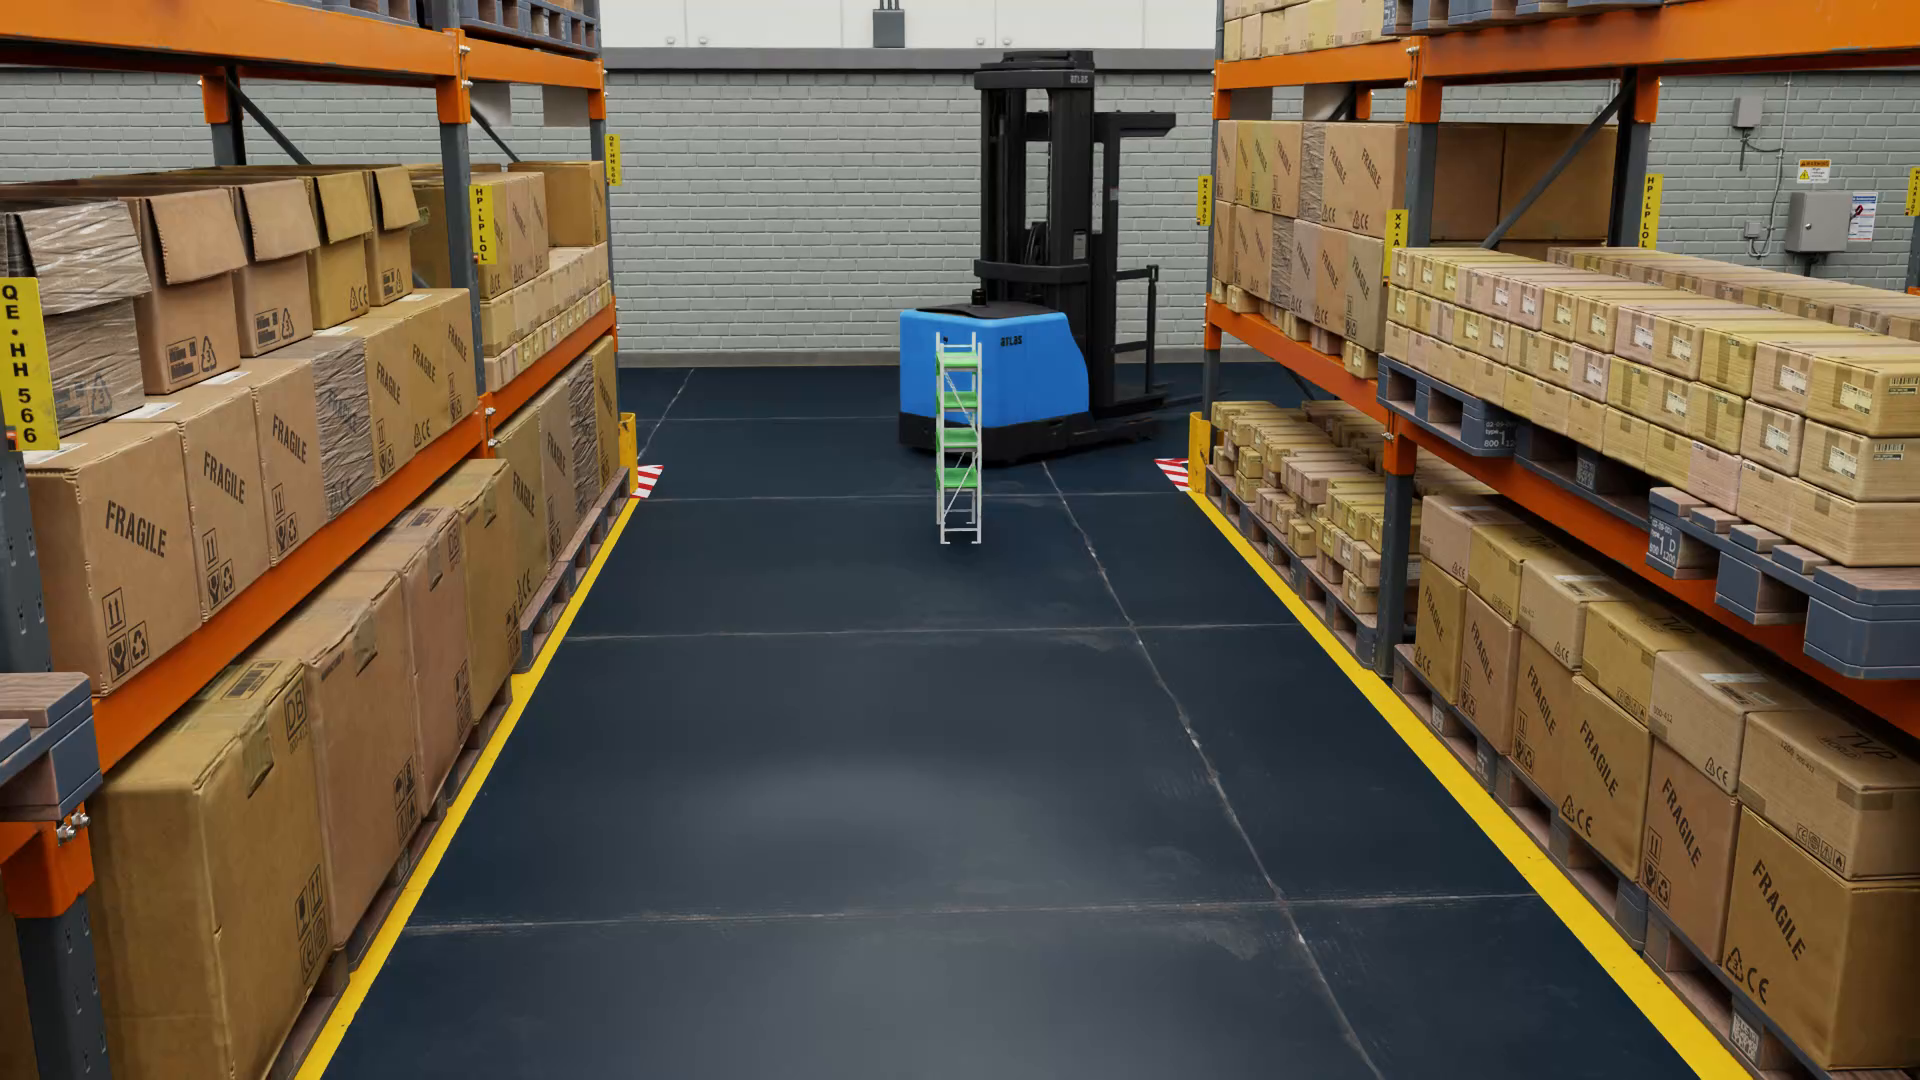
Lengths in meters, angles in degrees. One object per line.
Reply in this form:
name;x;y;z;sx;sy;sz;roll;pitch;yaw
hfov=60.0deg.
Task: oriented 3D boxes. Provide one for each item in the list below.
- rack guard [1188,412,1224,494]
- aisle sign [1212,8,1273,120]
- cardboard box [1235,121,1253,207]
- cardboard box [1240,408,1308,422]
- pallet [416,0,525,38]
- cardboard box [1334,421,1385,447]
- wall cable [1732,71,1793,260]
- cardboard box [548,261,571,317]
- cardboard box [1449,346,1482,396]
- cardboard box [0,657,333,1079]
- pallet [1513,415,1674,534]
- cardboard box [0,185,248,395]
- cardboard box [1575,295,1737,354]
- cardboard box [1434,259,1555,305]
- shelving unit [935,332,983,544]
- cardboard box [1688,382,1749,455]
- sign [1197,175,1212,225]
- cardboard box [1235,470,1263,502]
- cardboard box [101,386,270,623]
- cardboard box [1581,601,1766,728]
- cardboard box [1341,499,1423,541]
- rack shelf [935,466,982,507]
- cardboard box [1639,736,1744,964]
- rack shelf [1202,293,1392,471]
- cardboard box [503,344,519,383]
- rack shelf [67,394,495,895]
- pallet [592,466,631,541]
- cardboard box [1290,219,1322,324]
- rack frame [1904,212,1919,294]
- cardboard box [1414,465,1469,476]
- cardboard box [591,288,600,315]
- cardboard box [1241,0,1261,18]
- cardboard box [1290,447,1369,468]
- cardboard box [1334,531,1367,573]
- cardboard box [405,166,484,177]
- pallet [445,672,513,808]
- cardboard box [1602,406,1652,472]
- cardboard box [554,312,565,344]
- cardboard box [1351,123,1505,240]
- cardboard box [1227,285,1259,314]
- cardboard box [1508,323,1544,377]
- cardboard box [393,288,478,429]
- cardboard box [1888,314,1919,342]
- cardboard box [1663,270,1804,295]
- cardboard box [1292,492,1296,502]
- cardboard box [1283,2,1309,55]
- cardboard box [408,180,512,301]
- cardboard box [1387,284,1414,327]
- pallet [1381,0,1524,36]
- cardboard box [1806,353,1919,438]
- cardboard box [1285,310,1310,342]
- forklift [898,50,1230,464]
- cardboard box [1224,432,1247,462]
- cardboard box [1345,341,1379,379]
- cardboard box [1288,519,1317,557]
rack guard;2.167;-0.606;11.377;1.175;0.500;0.348;-1;14;-3
aisle sign;1.858;-3.108;10.867;0.394;0.787;0.004;-1;14;-3
cardboard box;1.962;-2.271;10.027;0.500;0.500;0.500;0;14;-2
cardboard box;1.992;-0.744;10.581;0.380;0.149;0.250;-1;14;-2
pallet;-2.587;-2.402;7.501;1.003;0.211;1.213;-1;14;-3
cardboard box;2.501;-0.627;10.128;0.380;0.149;0.250;-1;15;-6
wall cable;8.138;-3.855;16.952;0.588;1.984;0.122;-1;14;-3
cardboard box;-2.401;-1.356;8.982;0.500;0.250;0.500;-1;14;-3
cardboard box;2.024;-0.623;6.091;0.380;0.149;0.250;-1;14;-3
cardboard box;-2.321;0.860;4.087;1.225;0.875;0.875;-2;15;-6
pallet;2.494;-0.244;5.341;1.003;0.211;1.213;-1;14;-3
cardboard box;-2.366;-0.672;4.406;0.797;0.503;0.637;-1;14;-2
cardboard box;2.092;-0.652;5.007;0.380;0.149;0.250;0;14;-1
cardboard box;2.012;-0.972;6.252;0.380;0.149;0.250;-1;14;-3
shelving unit;-0.010;-0.622;10.037;0.258;1.200;0.503;-1;14;-3
cardboard box;2.135;-0.319;4.310;0.380;0.149;0.250;-1;14;-2
sign;1.620;-2.246;10.998;0.100;0.325;0.005;-1;14;-3
cardboard box;1.901;-0.332;10.175;0.380;0.149;0.250;-1;14;-3
cardboard box;-2.092;-0.096;4.178;0.500;0.500;0.500;-1;14;-5
cardboard box;2.295;0.380;5.197;0.500;0.250;0.500;-1;14;-2
cardboard box;2.072;-0.098;8.074;0.380;0.149;0.250;-1;14;-3
rack shelf;-0.010;-0.328;10.113;0.258;0.148;0.480;-1;14;-3
cardboard box;2.327;0.873;4.788;0.500;0.500;0.500;0;14;-1
rack shelf;2.286;-0.989;9.295;1.077;0.370;4.000;-1;14;-3
cardboard box;-2.250;-0.811;7.663;0.380;0.149;0.250;-1;14;-5
rack shelf;-2.423;0.057;5.229;1.077;0.370;4.000;-1;14;-3
pallet;-2.667;-0.235;10.518;1.003;0.211;1.213;-1;14;-3
cardboard box;2.037;-1.402;8.656;0.500;0.500;0.500;-1;14;-4
rack frame;7.096;-1.937;11.533;1.000;3.000;0.127;-1;14;-3
cardboard box;2.599;-0.301;8.859;0.380;0.149;0.250;-1;14;-2
cardboard box;-2.412;-1.451;10.151;0.380;0.149;0.250;-1;14;-3
cardboard box;1.963;-3.214;9.777;0.500;0.250;0.500;-1;14;-4
cardboard box;2.068;-0.422;9.332;0.380;0.149;0.250;-1;14;-3
cardboard box;2.044;0.052;8.084;0.380;0.149;0.250;-2;15;-6
cardboard box;-2.966;-1.842;9.363;0.500;0.500;0.500;-1;14;-5
pallet;-2.424;0.752;6.679;1.003;0.211;1.213;-1;14;-3
cardboard box;2.108;-0.297;4.824;0.380;0.149;0.250;-2;15;-6
cardboard box;-2.332;-1.133;8.916;0.380;0.149;0.250;-1;14;-5
cardboard box;2.111;-1.630;7.536;0.500;0.500;0.500;-1;14;-5
cardboard box;1.875;-1.497;10.330;0.380;0.149;0.250;-1;14;-5
cardboard box;2.061;-0.635;5.538;0.380;0.149;0.250;-1;14;-4
cardboard box;-2.246;-0.725;6.624;0.500;0.500;0.500;-1;14;-3
cardboard box;2.776;-0.527;4.522;0.380;0.149;0.250;-1;15;-6
cardboard box;2.689;-0.856;5.800;0.380;0.149;0.250;-1;14;-5
cardboard box;2.086;-0.275;9.357;0.380;0.149;0.250;0;14;-1
cardboard box;2.029;-2.712;8.828;0.500;0.250;0.500;-1;14;-4
cardboard box;-2.322;-1.346;7.439;0.500;0.500;0.500;-1;14;-3
cardboard box;1.975;-0.961;6.806;0.380;0.149;0.250;-1;14;-3
pallet;2.342;-2.047;6.319;1.213;0.211;1.003;-1;14;-3
cardboard box;2.170;-0.330;3.757;0.380;0.149;0.250;-1;15;-6
cardboard box;1.990;-1.174;9.073;0.380;0.149;0.250;-1;14;-2
forklift;0.951;-2.262;12.934;3.031;2.935;1.130;-13;19;-42
cardboard box;1.899;-0.599;10.615;0.380;0.149;0.250;-1;14;-4
cardboard box;2.034;-0.848;7.808;0.380;0.149;0.250;-1;14;-5
cardboard box;1.981;-0.013;8.934;0.380;0.149;0.250;-1;14;-4
